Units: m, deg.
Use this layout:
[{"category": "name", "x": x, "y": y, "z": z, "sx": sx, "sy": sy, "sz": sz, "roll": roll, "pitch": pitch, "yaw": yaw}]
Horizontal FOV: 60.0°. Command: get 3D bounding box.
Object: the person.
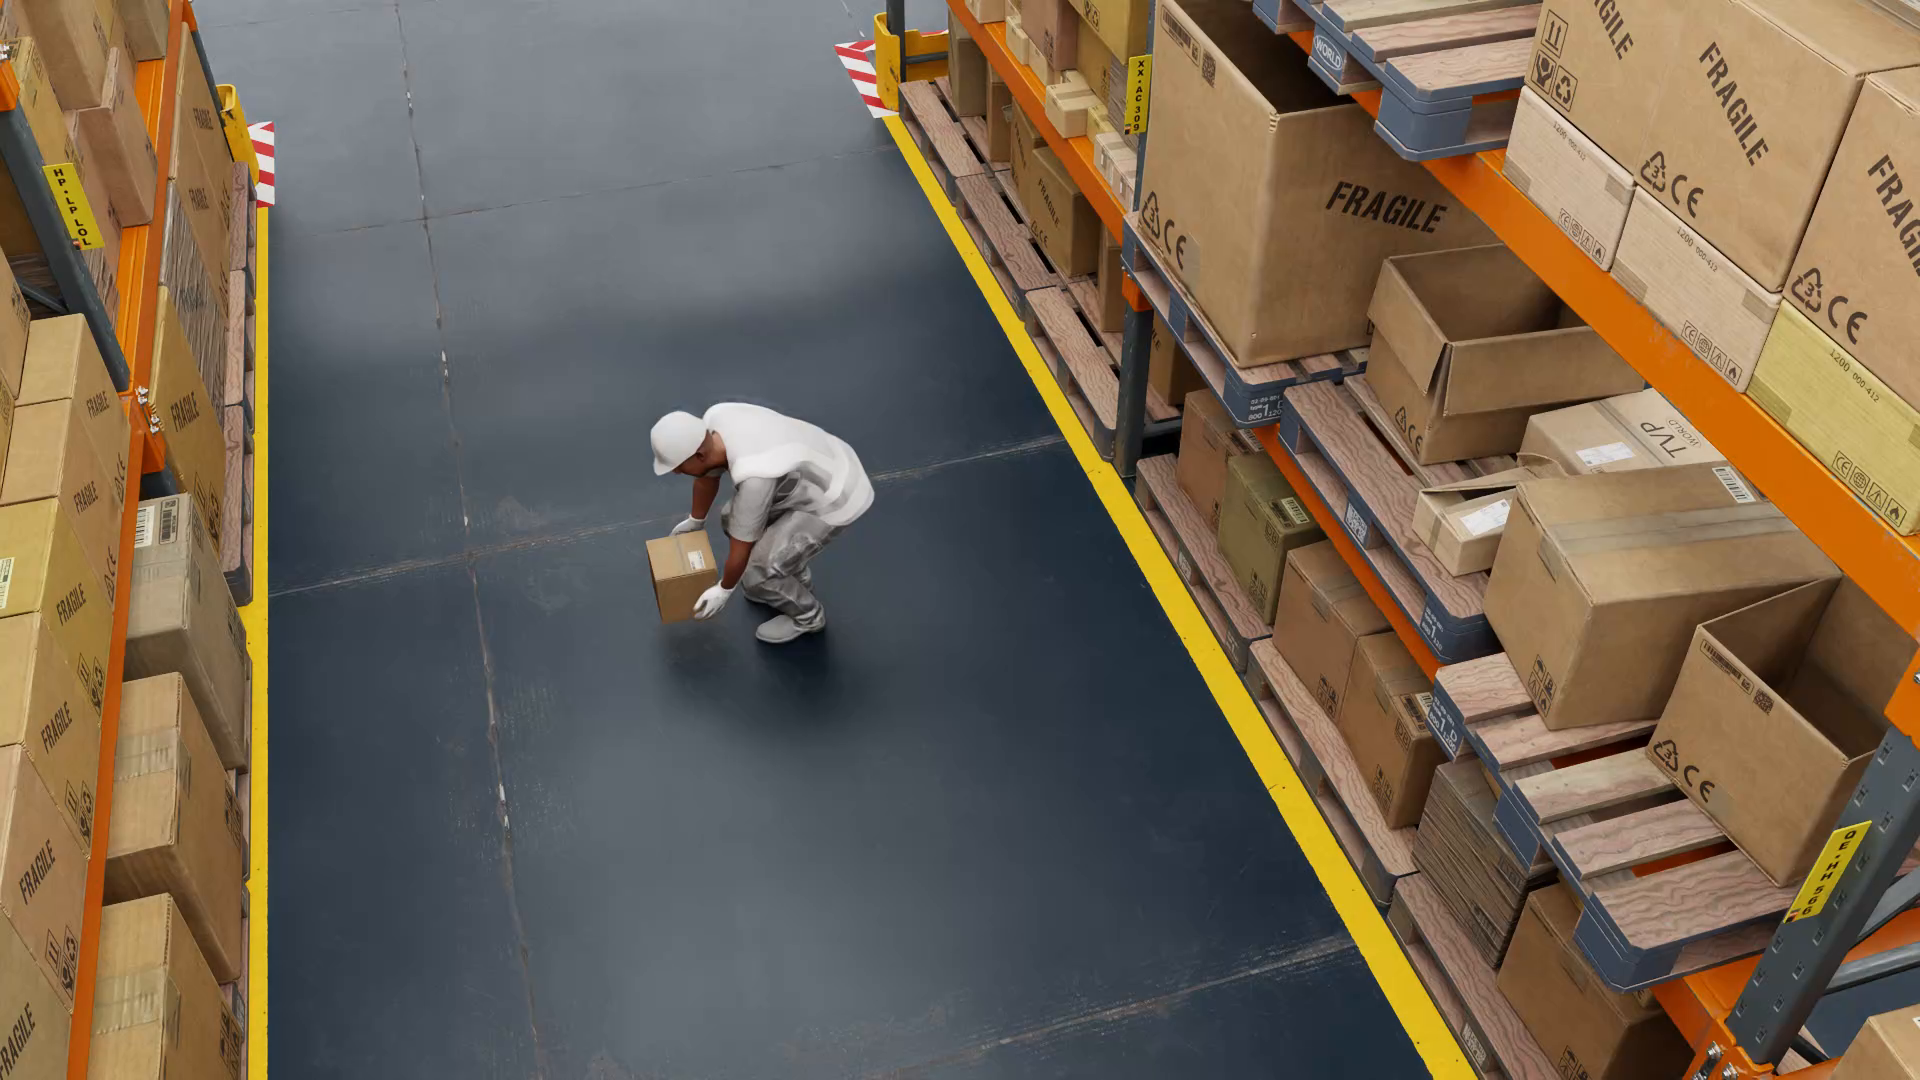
[{"category": "person", "x": -0.768, "y": -0.095, "z": 6.703, "sx": 0.852, "sy": 1.183, "sz": 0.597, "roll": -12, "pitch": 43, "yaw": -13}]
